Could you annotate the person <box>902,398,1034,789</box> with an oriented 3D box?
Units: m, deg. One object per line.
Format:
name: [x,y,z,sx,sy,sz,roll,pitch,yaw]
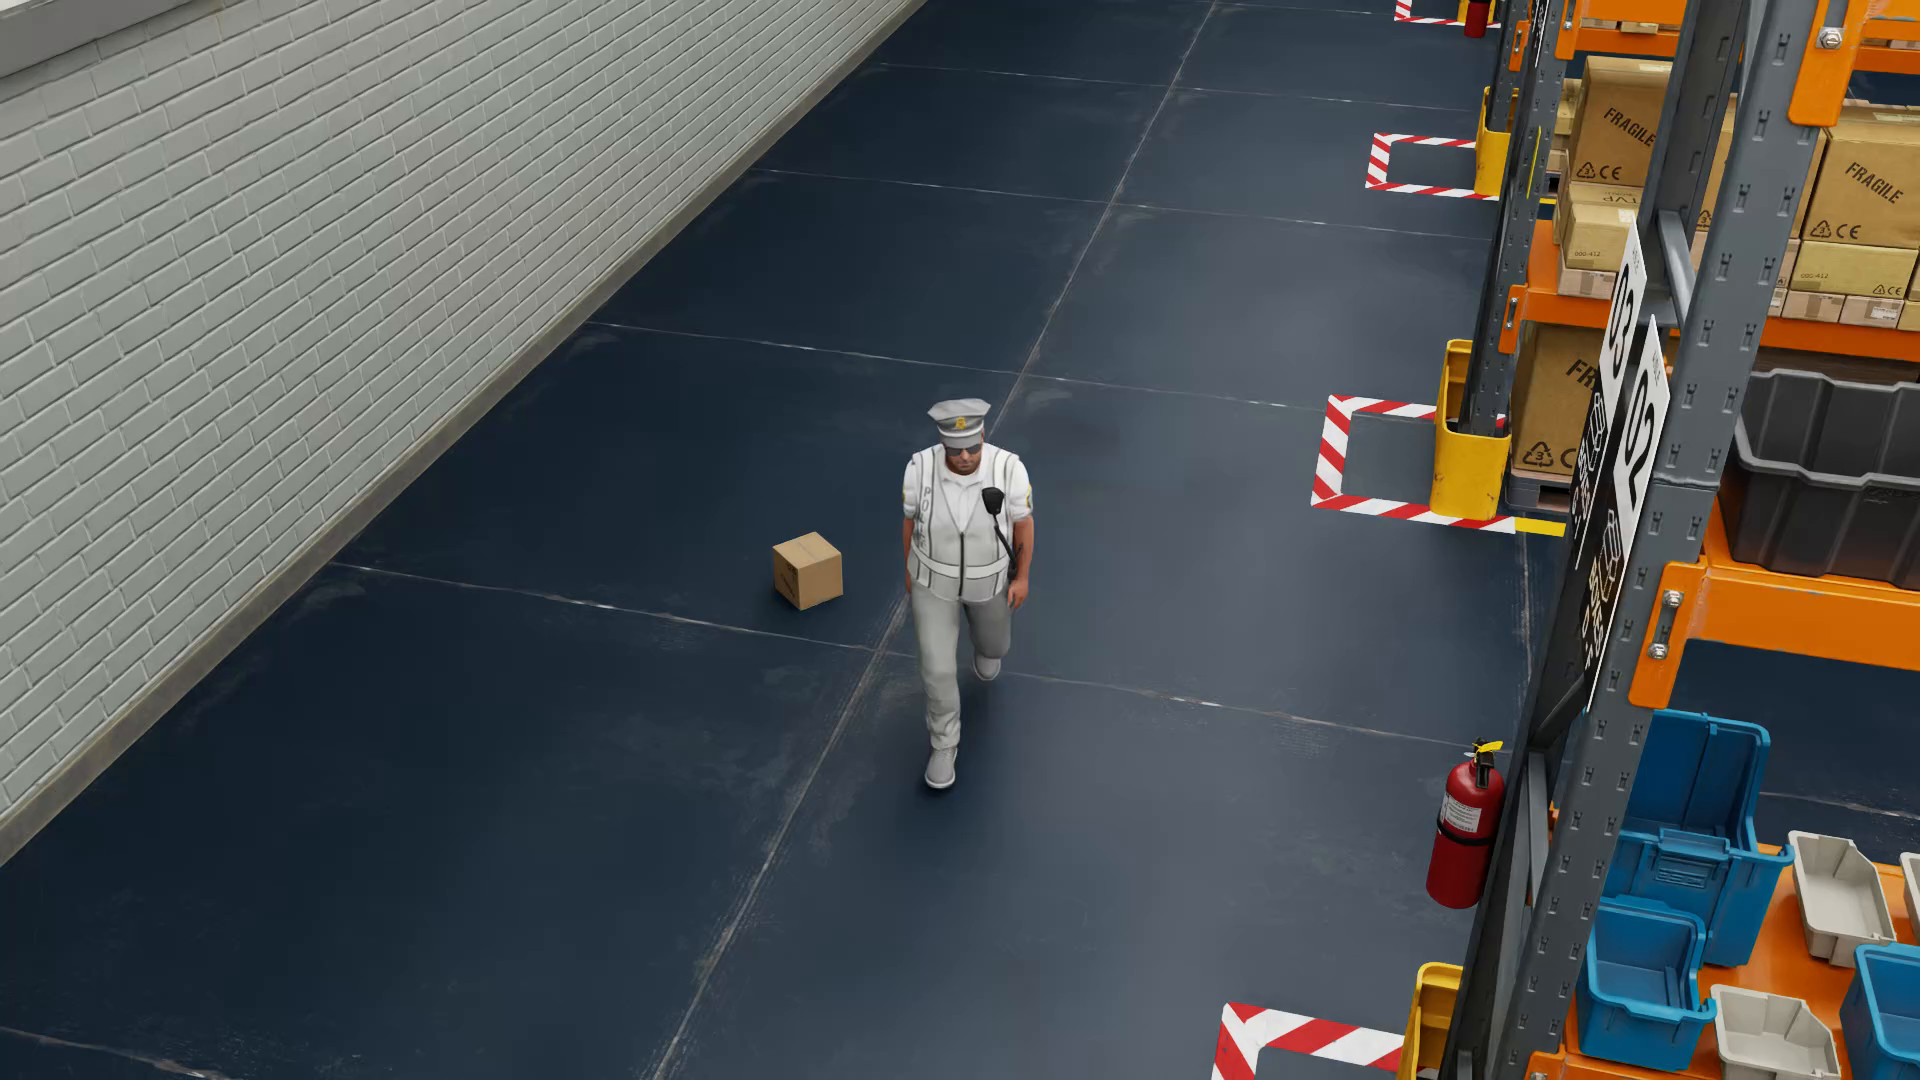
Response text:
person: [0.033,0.099,6.983,0.542,1.701,0.981,-1,33,-1]
